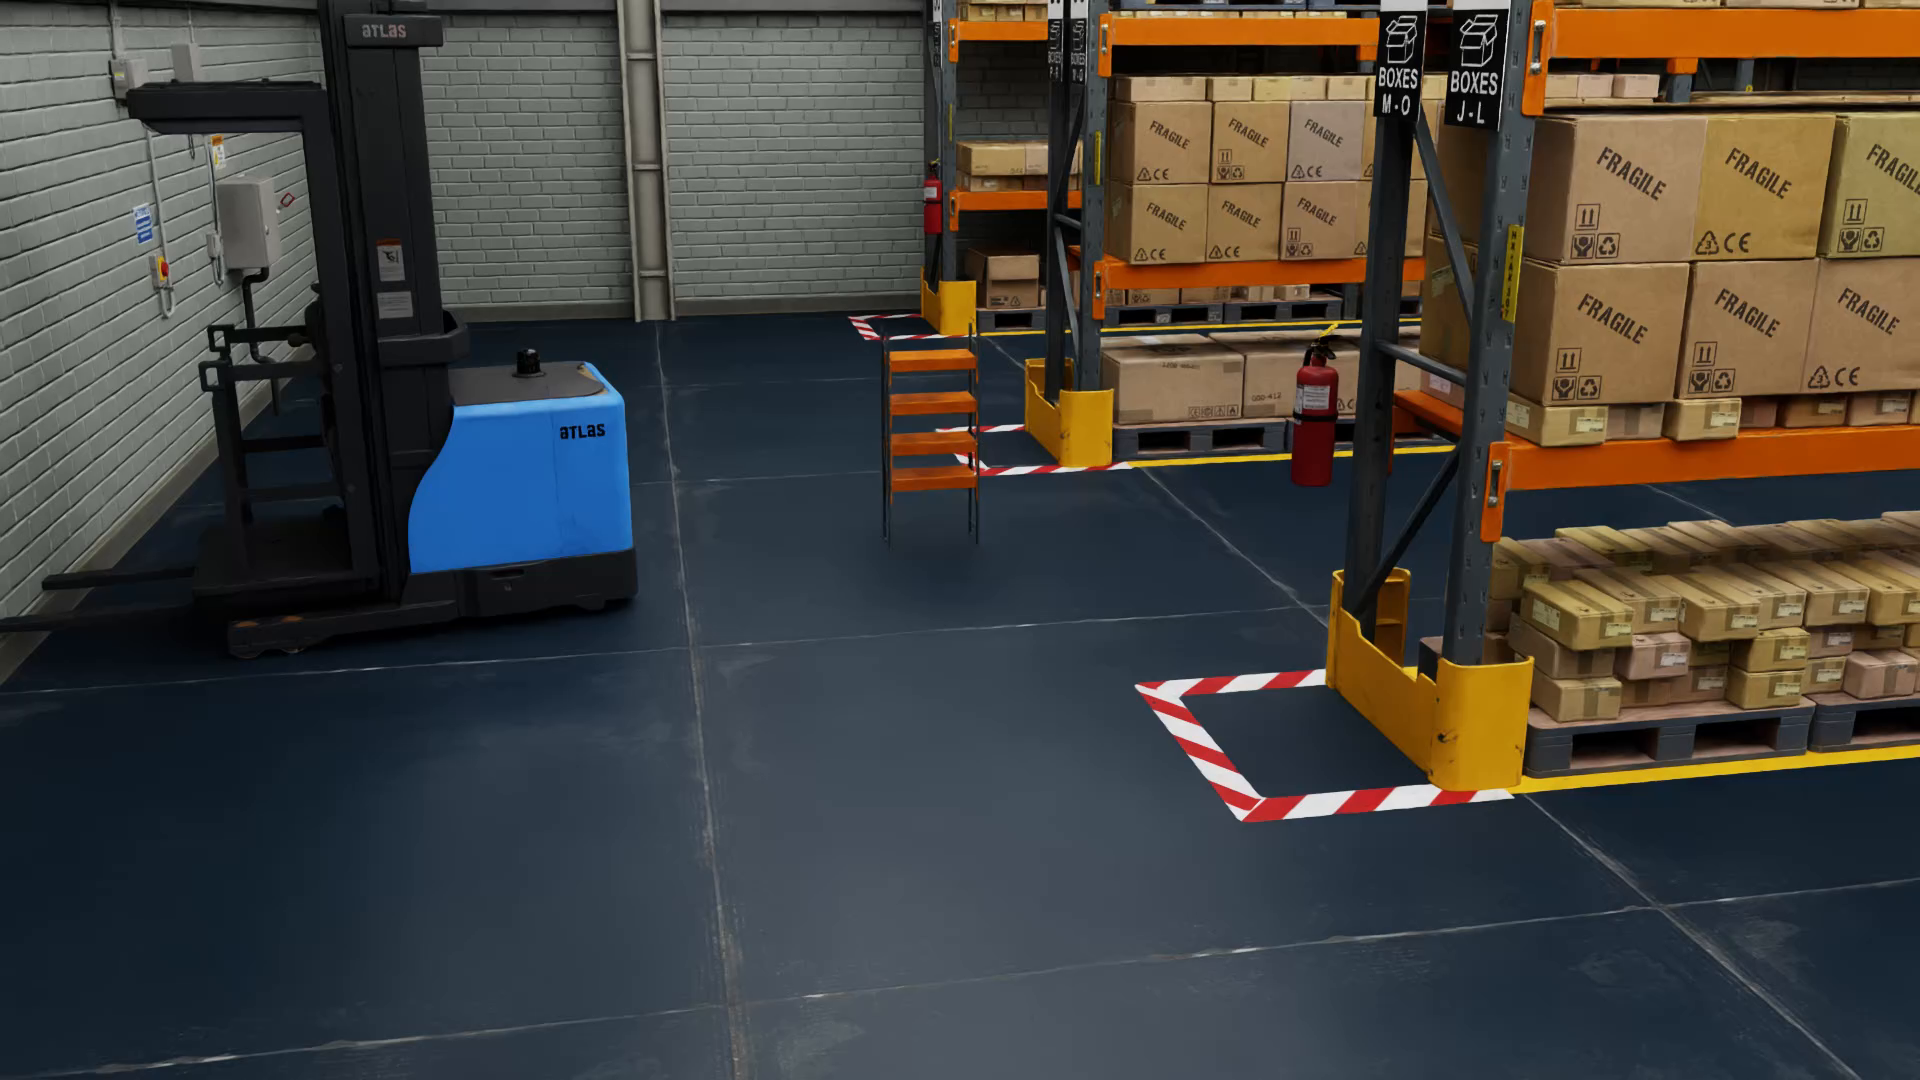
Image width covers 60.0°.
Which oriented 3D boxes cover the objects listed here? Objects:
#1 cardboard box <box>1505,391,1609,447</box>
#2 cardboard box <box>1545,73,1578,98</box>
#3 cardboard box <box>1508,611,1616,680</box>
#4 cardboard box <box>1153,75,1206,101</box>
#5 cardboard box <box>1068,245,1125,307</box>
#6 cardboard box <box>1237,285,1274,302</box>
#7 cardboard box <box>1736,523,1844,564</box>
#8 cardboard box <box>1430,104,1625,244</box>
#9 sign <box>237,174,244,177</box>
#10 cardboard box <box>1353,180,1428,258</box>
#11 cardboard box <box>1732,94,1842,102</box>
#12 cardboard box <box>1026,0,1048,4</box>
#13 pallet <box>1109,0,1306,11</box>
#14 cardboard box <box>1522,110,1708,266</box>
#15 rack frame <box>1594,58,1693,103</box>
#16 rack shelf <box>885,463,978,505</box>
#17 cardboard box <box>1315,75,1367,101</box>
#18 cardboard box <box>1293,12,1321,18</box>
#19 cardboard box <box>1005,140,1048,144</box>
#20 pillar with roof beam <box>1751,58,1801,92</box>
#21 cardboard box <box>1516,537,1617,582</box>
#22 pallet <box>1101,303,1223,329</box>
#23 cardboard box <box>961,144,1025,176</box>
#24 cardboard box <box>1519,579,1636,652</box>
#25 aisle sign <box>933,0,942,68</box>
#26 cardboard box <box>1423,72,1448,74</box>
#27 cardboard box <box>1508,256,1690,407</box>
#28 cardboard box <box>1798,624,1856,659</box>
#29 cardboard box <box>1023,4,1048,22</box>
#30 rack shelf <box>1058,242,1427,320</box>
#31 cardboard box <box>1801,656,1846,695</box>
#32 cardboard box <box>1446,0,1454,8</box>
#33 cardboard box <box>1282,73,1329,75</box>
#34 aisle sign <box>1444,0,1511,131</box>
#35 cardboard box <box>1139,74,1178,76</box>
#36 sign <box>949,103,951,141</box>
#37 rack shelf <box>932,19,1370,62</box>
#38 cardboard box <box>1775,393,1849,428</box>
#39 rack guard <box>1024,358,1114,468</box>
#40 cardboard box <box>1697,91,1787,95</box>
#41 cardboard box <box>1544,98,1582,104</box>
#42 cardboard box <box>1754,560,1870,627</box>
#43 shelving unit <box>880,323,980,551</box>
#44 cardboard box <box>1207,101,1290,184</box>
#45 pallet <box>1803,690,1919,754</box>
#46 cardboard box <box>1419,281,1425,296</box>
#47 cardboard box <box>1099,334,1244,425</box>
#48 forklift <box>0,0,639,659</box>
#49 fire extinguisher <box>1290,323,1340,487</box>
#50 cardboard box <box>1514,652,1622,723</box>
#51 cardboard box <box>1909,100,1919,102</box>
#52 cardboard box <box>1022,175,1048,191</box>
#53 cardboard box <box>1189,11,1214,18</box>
[{"bbox_3d":[2.171,-0.463,6.137,0.250,0.149,0.380,-3,17,-11],"label":"cardboard box"},{"bbox_3d":[3.912,-3.036,11.109,0.250,0.149,0.380,-3,17,-10],"label":"cardboard box"},{"bbox_3d":[2.354,0.405,6.517,0.250,0.149,0.380,-3,17,-8],"label":"cardboard box"},{"bbox_3d":[1.398,-2.892,10.639,0.250,0.149,0.380,-3,17,-9],"label":"cardboard box"},{"bbox_3d":[1.273,-2.560,16.081,0.500,0.500,0.700,-3,17,-8],"label":"cardboard box"},{"bbox_3d":[2.893,-2.492,16.259,0.258,0.266,0.396,-3,17,-8],"label":"cardboard box"},{"bbox_3d":[3.550,0.058,7.143,0.250,0.149,0.380,-4,17,-12],"label":"cardboard box"},{"bbox_3d":[2.193,-1.424,6.461,0.500,0.500,0.500,-4,17,-12],"label":"cardboard box"},{"bbox_3d":[-5.331,-2.459,12.371,0.001,0.494,0.329,-3,17,-10],"label":"sign"},{"bbox_3d":[2.762,-2.164,11.080,0.500,0.500,0.500,-3,17,-9],"label":"cardboard box"},{"bbox_3d":[5.661,-2.807,11.469,0.500,0.500,0.500,-3,17,-11],"label":"cardboard box"},{"bbox_3d":[0.790,-4.996,15.108,0.500,0.250,0.500,-3,17,-9],"label":"cardboard box"},{"bbox_3d":[1.479,-3.516,10.694,1.213,0.211,1.003,-3,17,-10],"label":"pallet"},{"bbox_3d":[2.282,-1.276,5.976,0.500,0.500,0.500,-3,17,-11],"label":"cardboard box"},{"bbox_3d":[4.680,-2.303,11.702,0.127,3.000,1.000,-3,17,-10],"label":"rack frame"},{"bbox_3d":[-0.163,-0.310,9.184,0.480,0.148,0.258,-3,17,-10],"label":"rack shelf"},{"bbox_3d":[2.431,-2.924,10.746,0.250,0.149,0.380,-3,17,-10],"label":"cardboard box"},{"bbox_3d":[3.197,-4.930,15.573,0.250,0.149,0.380,-3,17,-11],"label":"cardboard box"},{"bbox_3d":[0.715,-3.712,16.038,0.500,0.250,0.500,-3,17,-10],"label":"cardboard box"},{"bbox_3d":[9.588,-5.916,13.247,0.400,9.000,9.100,-3,17,-10],"label":"pillar with roof beam"},{"bbox_3d":[2.521,0.118,6.944,0.250,0.149,0.380,-3,17,-9],"label":"cardboard box"},{"bbox_3d":[1.860,-2.294,16.422,1.213,0.211,1.003,-3,17,-10],"label":"pallet"},{"bbox_3d":[0.304,-3.529,15.443,0.500,0.250,0.500,-3,17,-10],"label":"cardboard box"},{"bbox_3d":[2.370,0.287,6.395,0.250,0.149,0.380,-4,18,-13],"label":"cardboard box"},{"bbox_3d":[-0.204,-4.666,14.965,0.004,0.787,0.394,-3,17,-10],"label":"aisle sign"},{"bbox_3d":[3.308,-3.149,11.476,0.250,0.149,0.380,-4,17,-12],"label":"cardboard box"},{"bbox_3d":[2.284,-0.795,6.113,0.500,0.500,0.500,-2,17,-8],"label":"cardboard box"},{"bbox_3d":[3.372,0.342,6.723,0.250,0.149,0.380,-4,18,-13],"label":"cardboard box"},{"bbox_3d":[0.672,-4.807,15.174,0.250,0.149,0.380,-3,17,-10],"label":"cardboard box"},{"bbox_3d":[2.717,-1.848,11.445,4.000,0.370,1.077,-3,17,-10],"label":"rack shelf"},{"bbox_3d":[3.354,0.488,6.756,0.250,0.149,0.380,-3,17,-10],"label":"cardboard box"},{"bbox_3d":[2.188,-2.123,6.262,0.500,0.250,0.500,-4,17,-12],"label":"cardboard box"},{"bbox_3d":[2.310,-3.081,11.256,0.250,0.149,0.380,-3,17,-9],"label":"cardboard box"},{"bbox_3d":[1.776,-1.811,5.673,0.004,0.787,0.394,-3,17,-10],"label":"aisle sign"},{"bbox_3d":[1.312,-3.015,11.042,0.250,0.149,0.380,-3,17,-9],"label":"cardboard box"},{"bbox_3d":[-0.089,-3.769,14.999,0.005,0.325,0.100,-3,17,-10],"label":"sign"},{"bbox_3d":[1.771,-4.713,15.663,4.000,0.370,1.077,-3,17,-10],"label":"rack shelf"},{"bbox_3d":[3.187,-0.550,6.423,0.250,0.149,0.380,-3,17,-11],"label":"cardboard box"},{"bbox_3d":[0.729,-0.884,11.340,0.348,0.500,1.175,-3,17,-10],"label":"rack guard"},{"bbox_3d":[5.578,-2.957,11.958,0.500,0.500,0.500,-3,17,-9],"label":"cardboard box"},{"bbox_3d":[3.770,-2.697,11.112,0.500,0.500,0.500,-3,17,-11],"label":"cardboard box"},{"bbox_3d":[3.392,0.210,6.647,0.250,0.149,0.380,-3,17,-8],"label":"cardboard box"},{"bbox_3d":[-0.163,-0.564,9.106,0.503,1.200,0.258,-3,17,-10],"label":"shelving unit"},{"bbox_3d":[1.784,-2.582,10.735,0.500,0.500,0.500,-4,17,-12],"label":"cardboard box"},{"bbox_3d":[3.866,0.567,7.105,1.213,0.211,1.003,-3,17,-10],"label":"pallet"},{"bbox_3d":[4.774,-2.735,16.648,0.500,0.500,0.500,-3,17,-11],"label":"cardboard box"},{"bbox_3d":[1.382,-1.122,11.505,0.875,0.438,0.875,-4,17,-12],"label":"cardboard box"},{"bbox_3d":[-3.163,-1.038,7.698,3.031,2.935,1.130,-7,18,-20],"label":"forklift"},{"bbox_3d":[1.456,-0.563,6.803,0.183,0.674,0.296,-3,17,-10],"label":"fire extinguisher"},{"bbox_3d":[2.366,0.566,6.501,0.250,0.149,0.380,-3,17,-9],"label":"cardboard box"},{"bbox_3d":[4.223,-1.543,6.846,0.500,0.500,0.500,-3,17,-10],"label":"cardboard box"},{"bbox_3d":[0.675,-3.383,15.644,0.250,0.149,0.380,-3,17,-11],"label":"cardboard box"},{"bbox_3d":[2.175,-4.883,15.420,0.250,0.149,0.380,-3,17,-10],"label":"cardboard box"}]
